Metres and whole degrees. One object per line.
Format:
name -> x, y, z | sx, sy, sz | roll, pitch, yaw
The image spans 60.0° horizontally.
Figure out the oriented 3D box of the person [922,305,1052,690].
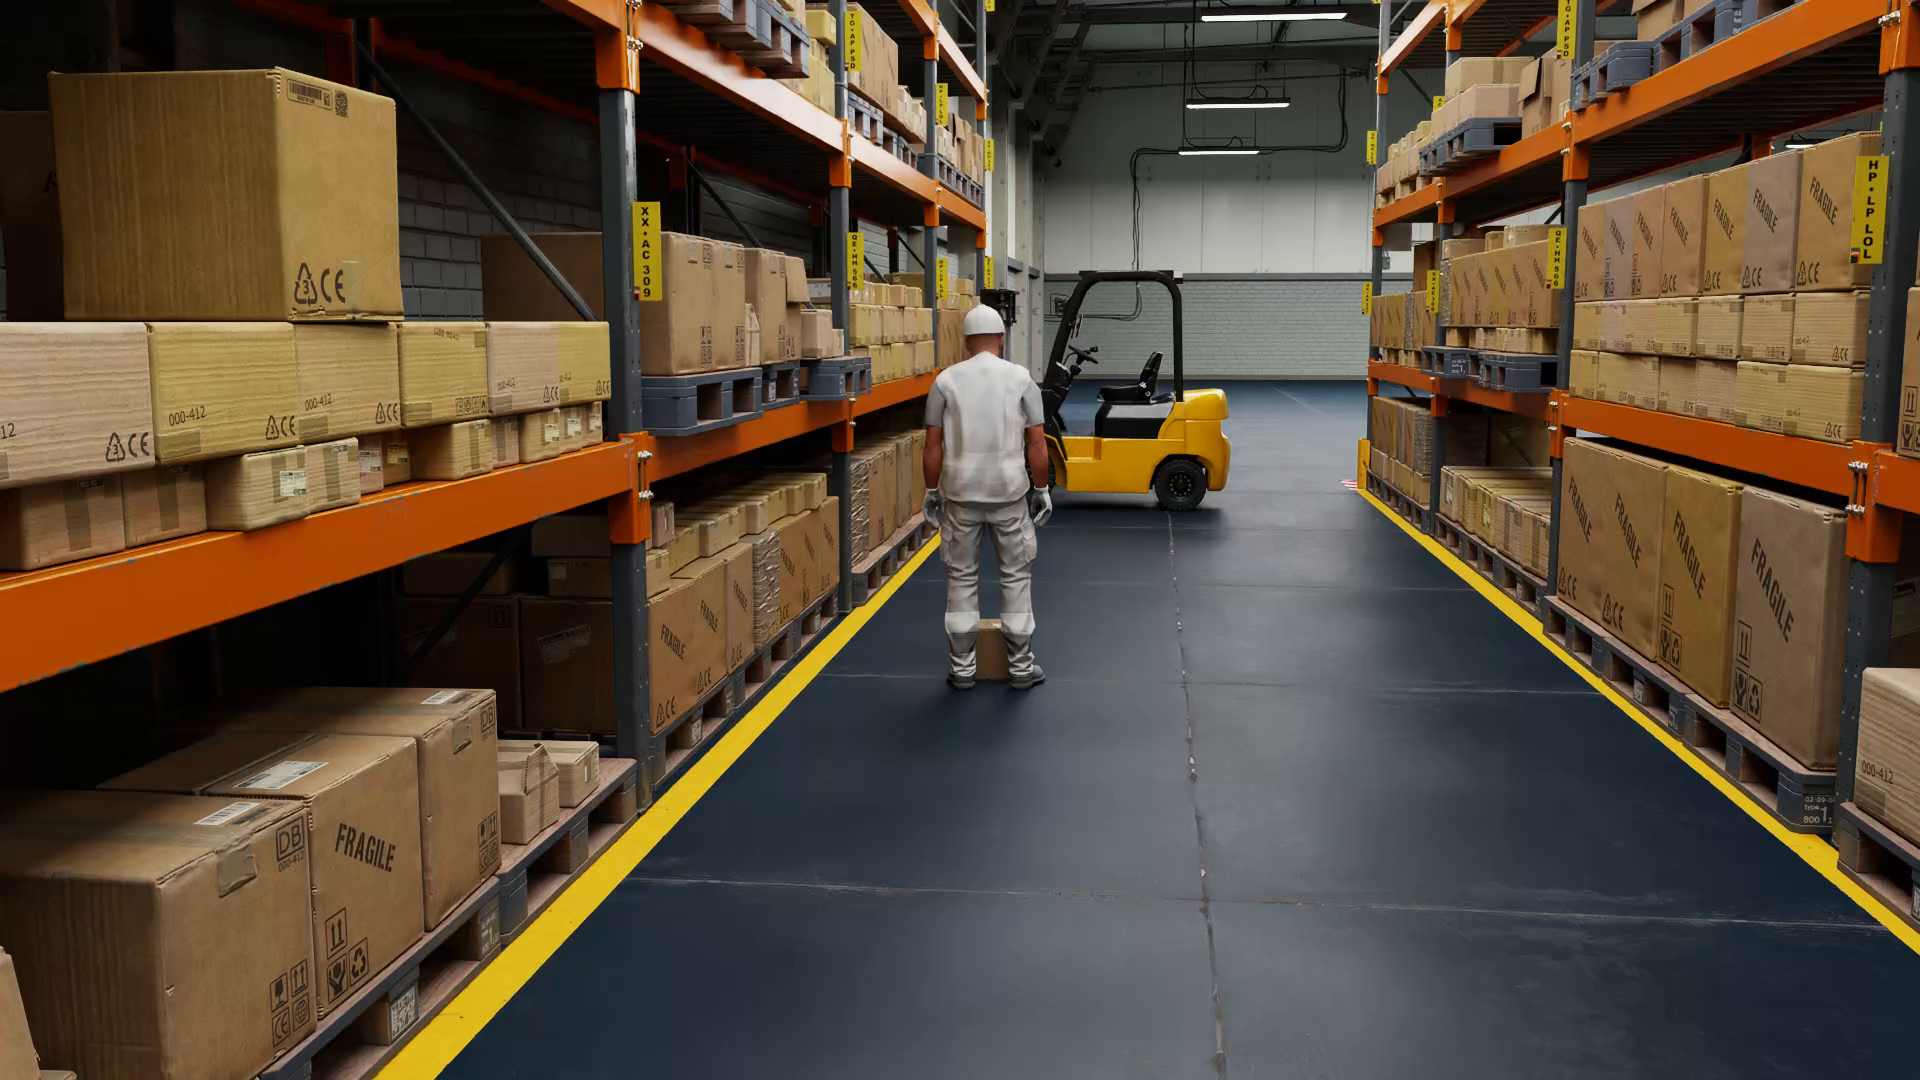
person -> 0.125, -0.199, 7.741 | 0.609, 1.779, 0.454 | 1, 8, 5
